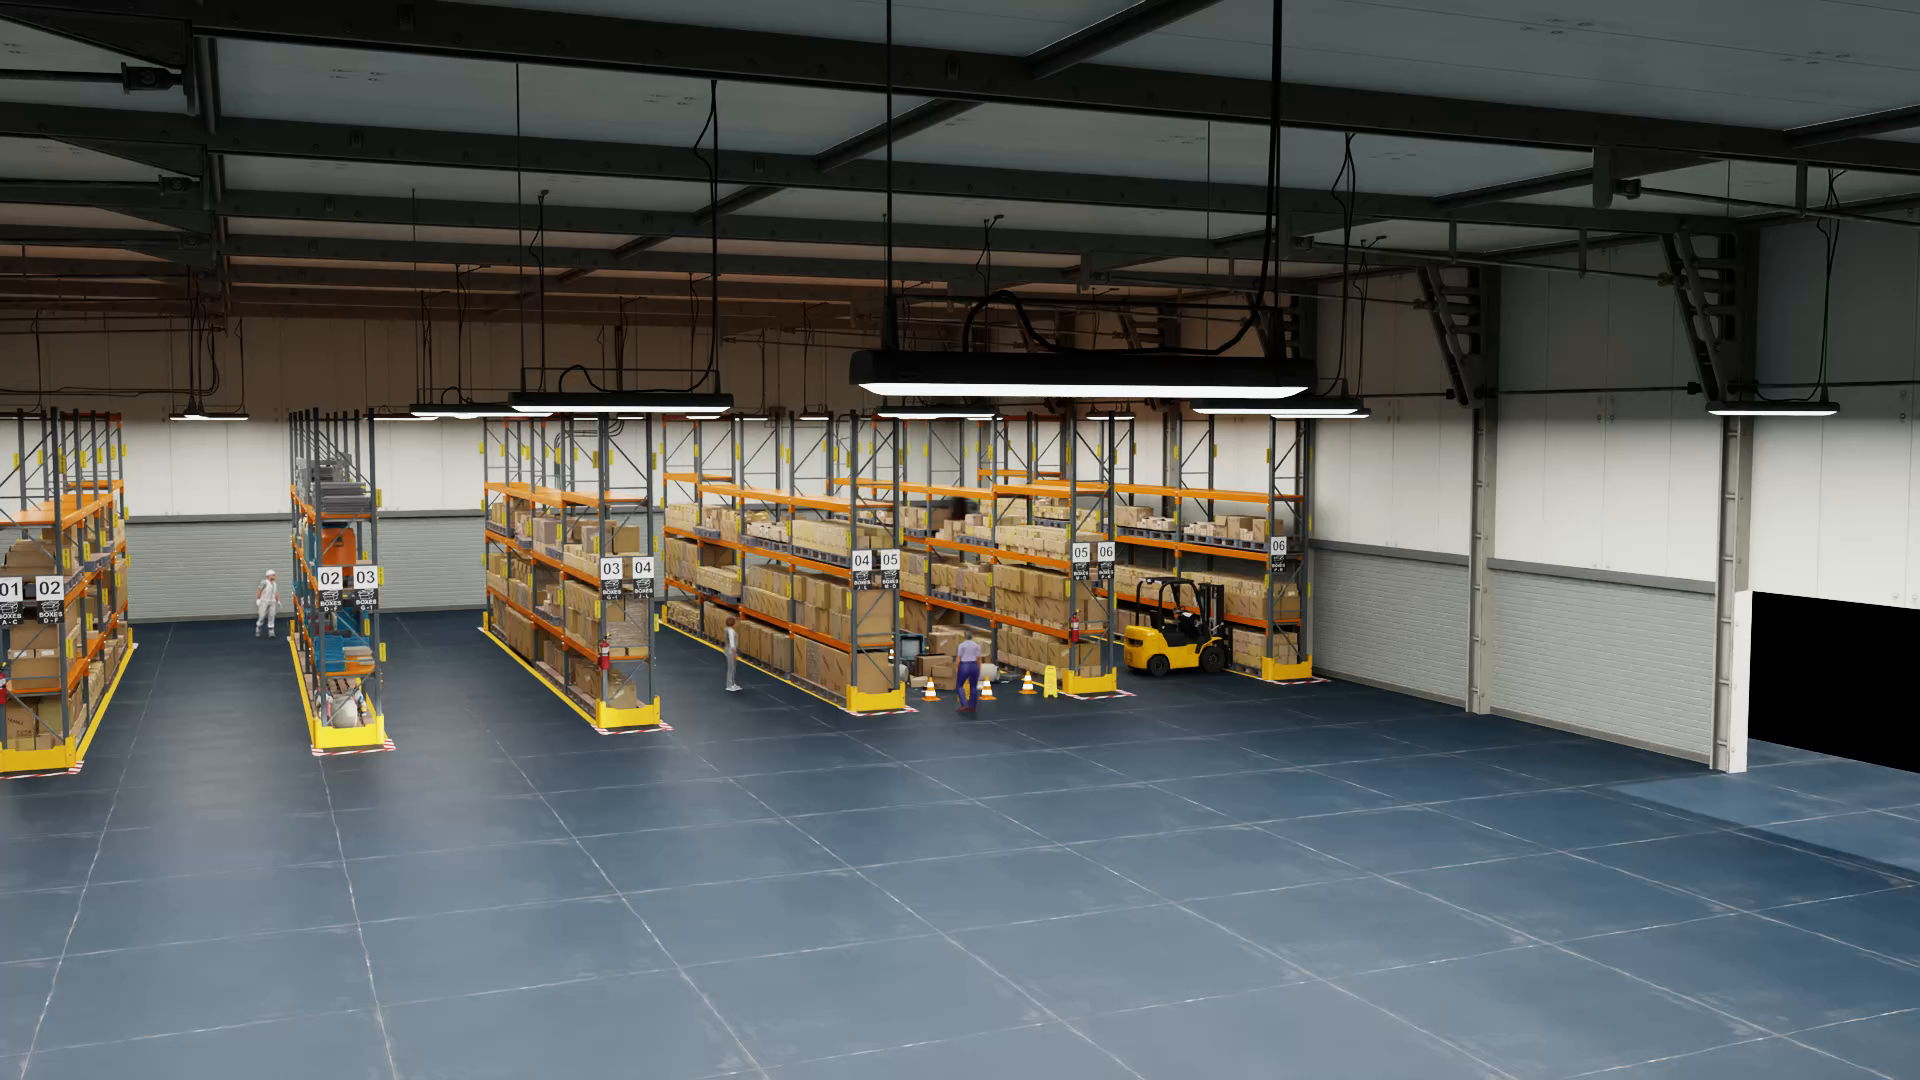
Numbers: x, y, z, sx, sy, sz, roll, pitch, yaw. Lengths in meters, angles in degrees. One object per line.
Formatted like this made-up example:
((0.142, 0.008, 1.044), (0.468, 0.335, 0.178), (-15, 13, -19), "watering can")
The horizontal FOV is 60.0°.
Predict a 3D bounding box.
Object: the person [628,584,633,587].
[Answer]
((-9.364, 1.490, 48.459), (0.622, 1.704, 0.538), (-1, 4, -18), "person")

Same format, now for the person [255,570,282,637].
((-18.561, 1.718, 44.603), (0.490, 1.793, 0.682), (3, 5, 38), "person")

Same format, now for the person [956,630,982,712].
((0.158, 2.593, 32.956), (0.531, 1.656, 0.429), (-1, 4, -18), "person")

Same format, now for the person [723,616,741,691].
((-4.894, 2.439, 35.703), (0.368, 1.616, 0.480), (0, 4, -5), "person")
